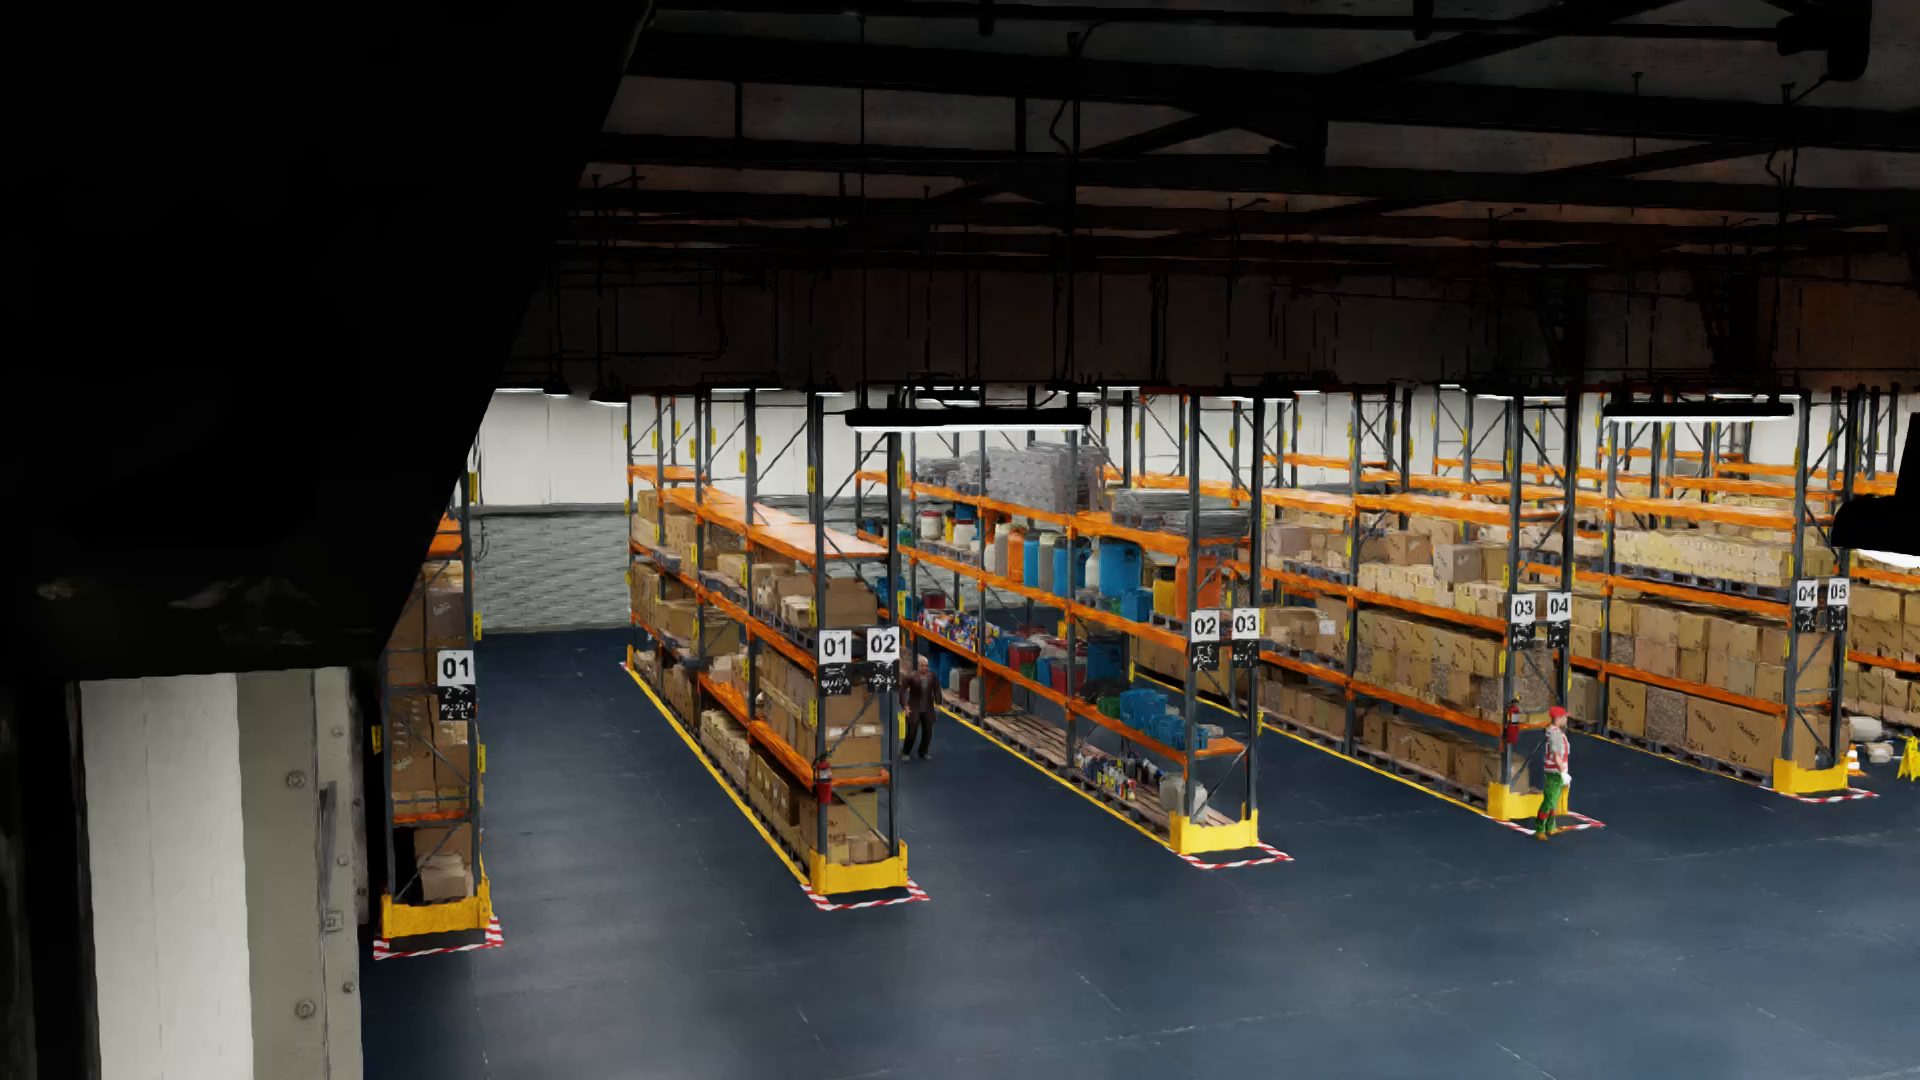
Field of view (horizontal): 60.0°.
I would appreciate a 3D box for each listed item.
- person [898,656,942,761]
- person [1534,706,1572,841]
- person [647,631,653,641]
[{"bbox_3d":[-0.658,2.709,26.803,0.729,1.733,0.546,-2,6,-21],"label":"person"},{"bbox_3d":[8.003,3.129,22.414,0.449,1.792,0.692,2,6,17],"label":"person"},{"bbox_3d":[-6.893,1.515,38.433,0.708,1.702,0.843,-4,7,-36],"label":"person"}]
